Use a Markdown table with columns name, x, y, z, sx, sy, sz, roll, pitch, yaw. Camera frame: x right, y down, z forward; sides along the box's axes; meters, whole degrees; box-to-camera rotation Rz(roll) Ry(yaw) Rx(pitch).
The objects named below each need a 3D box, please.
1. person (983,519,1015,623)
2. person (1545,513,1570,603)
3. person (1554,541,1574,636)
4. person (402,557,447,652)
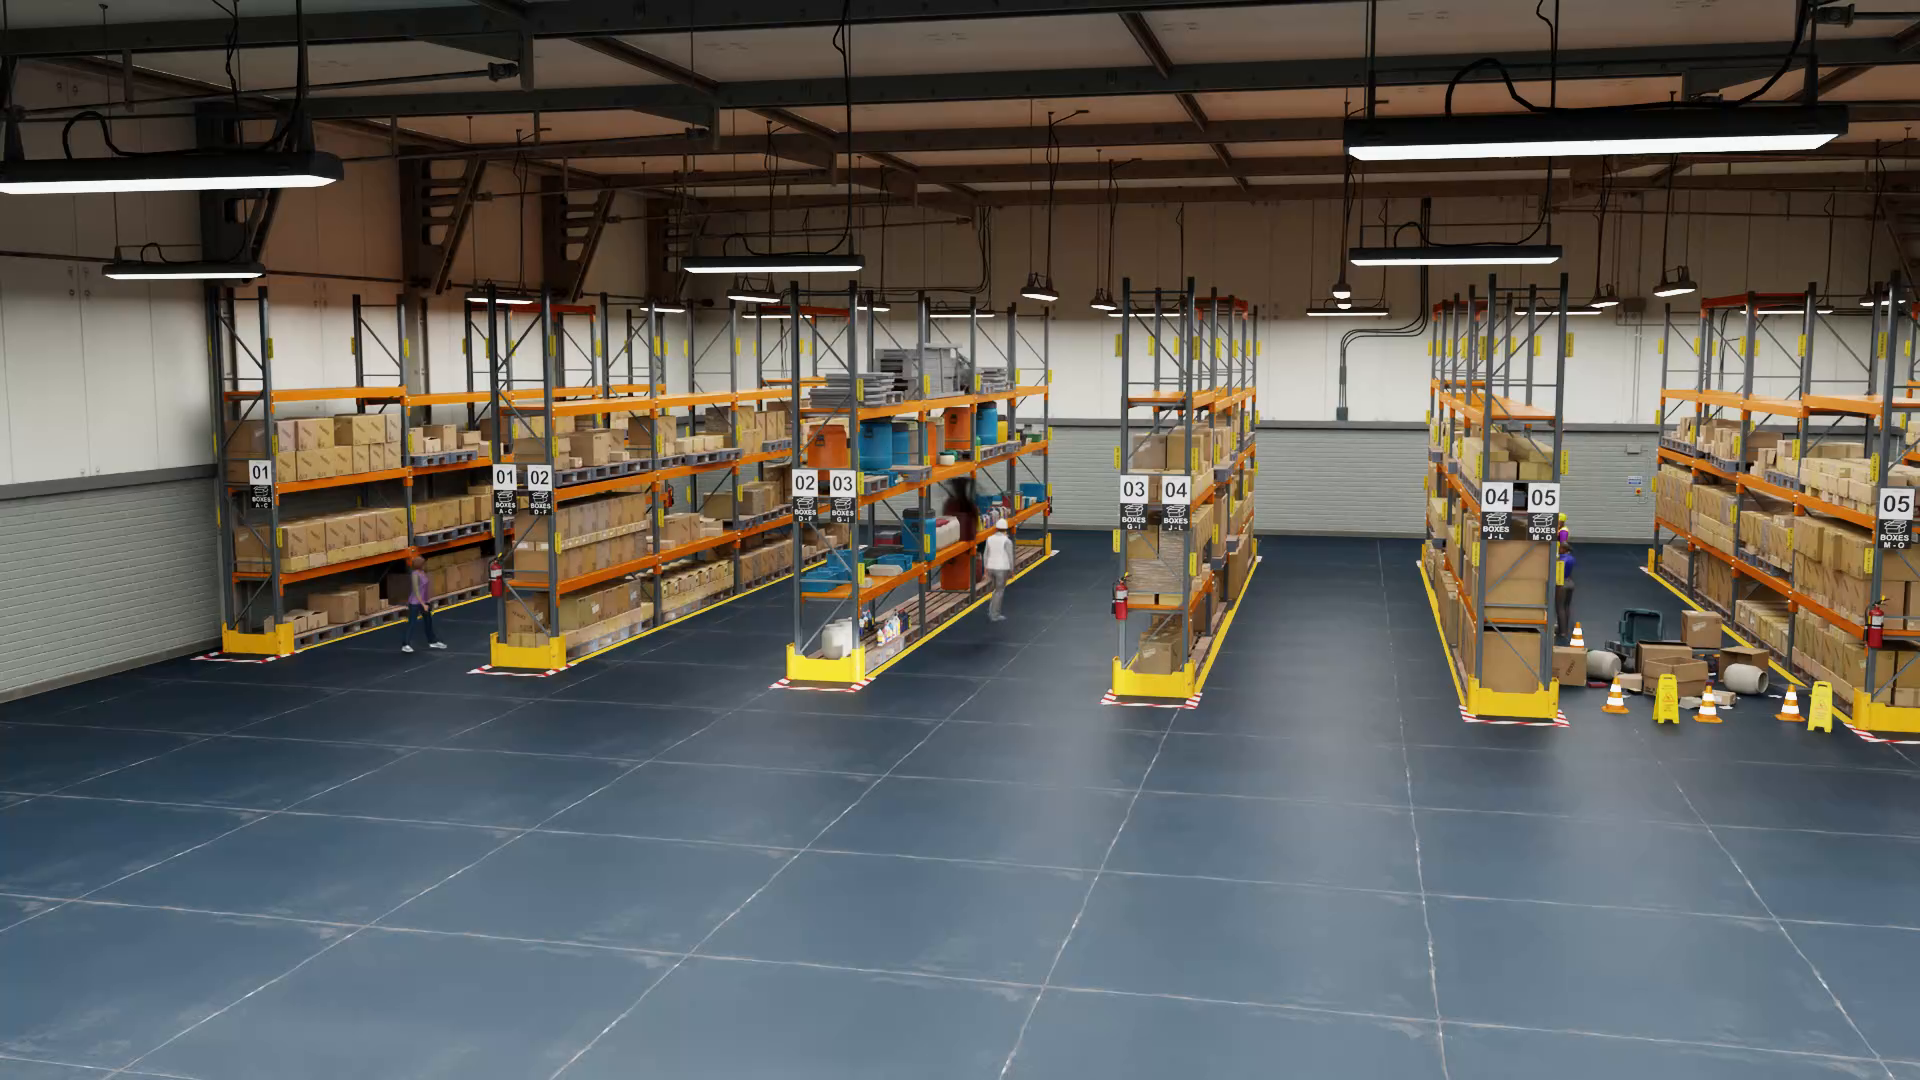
| name | x | y | z | sx | sy | sz | roll | pitch | yaw |
| --- | --- | --- | --- | --- | --- | --- | --- | --- | --- |
| person | 0.701 | 0.554 | 28.861 | 0.421 | 1.854 | 0.521 | -6 | 9 | -40 |
| person | 11.855 | 0.357 | 32.900 | 0.419 | 1.770 | 0.622 | 5 | 8 | 38 |
| person | 10.557 | 0.832 | 29.233 | 0.470 | 1.651 | 0.540 | -4 | 8 | -30 |
| person | -8.958 | 1.056 | 27.647 | 0.598 | 1.589 | 0.604 | 1 | 7 | 9 |
